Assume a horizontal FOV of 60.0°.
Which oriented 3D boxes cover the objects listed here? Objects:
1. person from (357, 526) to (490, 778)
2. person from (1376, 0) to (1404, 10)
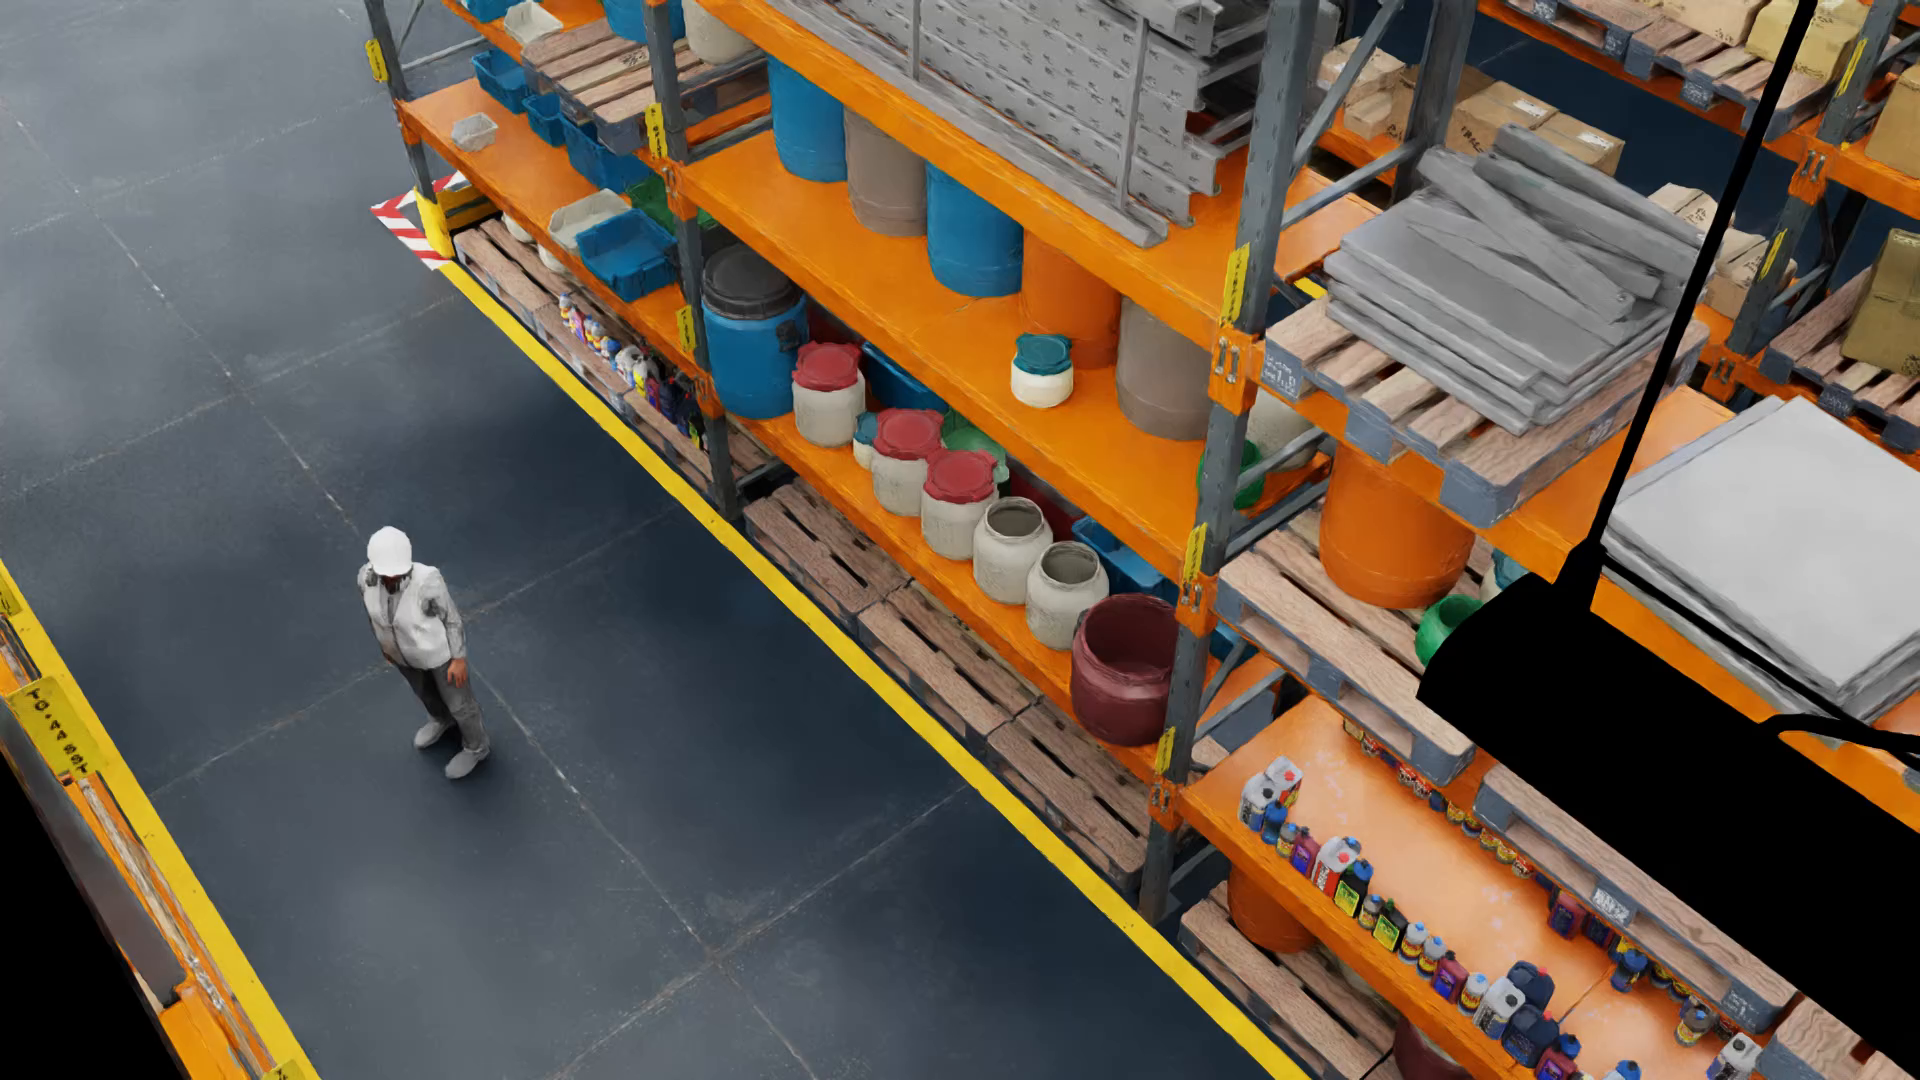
[{"bbox_3d":[-2.981,0.614,9.159,0.583,1.776,0.449,13,48,12],"label":"person"},{"bbox_3d":[3.846,-5.779,15.327,0.686,1.666,0.867,-27,52,-23],"label":"person"}]
